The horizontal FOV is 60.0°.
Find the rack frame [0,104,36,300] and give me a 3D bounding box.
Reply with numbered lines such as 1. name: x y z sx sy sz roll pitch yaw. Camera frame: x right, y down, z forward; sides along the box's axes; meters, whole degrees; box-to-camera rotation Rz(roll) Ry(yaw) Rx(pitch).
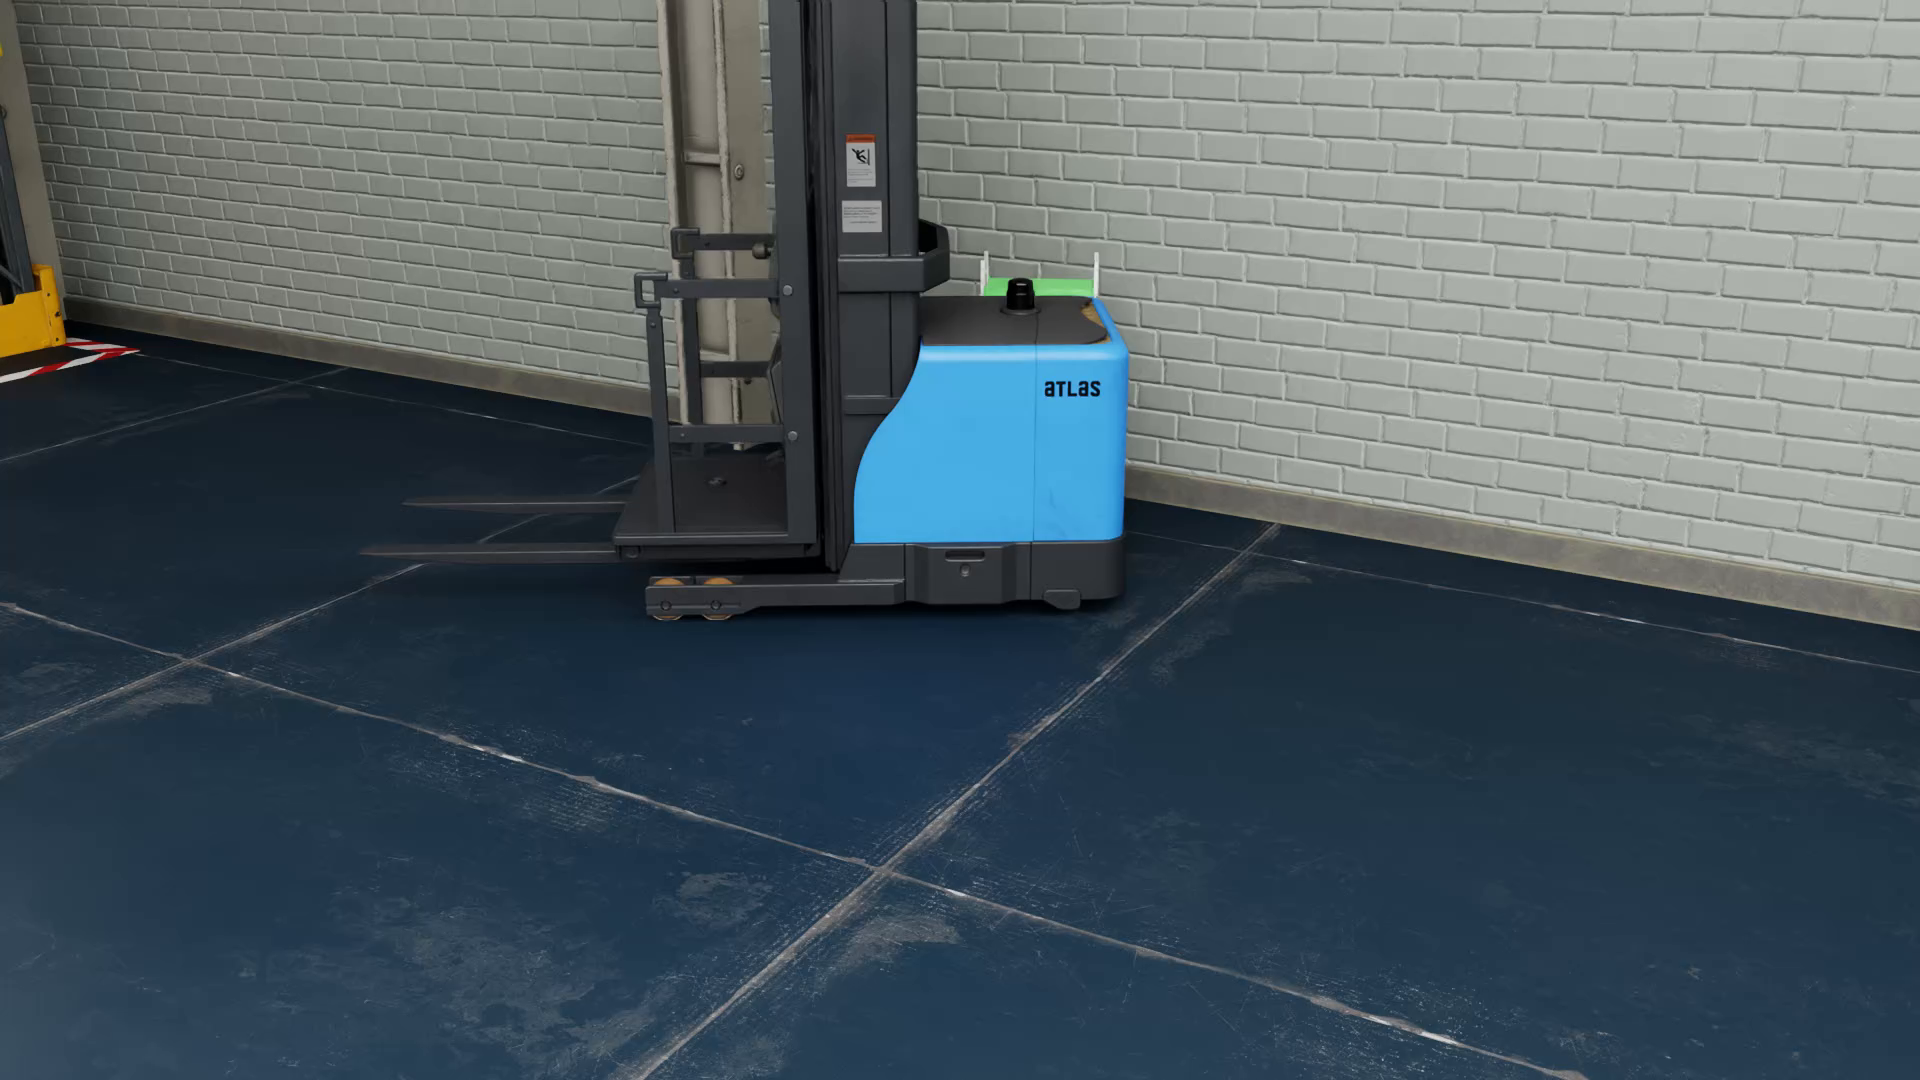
1. rack frame: -6.301 -2.565 10.037 0.127 3.000 1.000 11 23 27

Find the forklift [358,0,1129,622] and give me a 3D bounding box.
1. forklift: -0.875 -1.242 6.492 3.031 2.935 1.130 -1 20 -2

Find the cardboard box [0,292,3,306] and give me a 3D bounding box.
1. cardboard box: -6.635 -1.610 10.820 0.500 0.250 0.500 11 23 28

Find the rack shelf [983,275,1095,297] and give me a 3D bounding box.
1. rack shelf: 0.351 -1.064 7.318 0.480 0.148 0.258 2 20 4

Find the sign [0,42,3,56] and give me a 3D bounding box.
1. sign: -6.025 -3.173 10.329 0.005 0.325 0.100 11 23 27

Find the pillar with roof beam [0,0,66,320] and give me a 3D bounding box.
1. pillar with roof beam: -8.569 -4.488 6.540 0.400 9.000 9.100 11 23 27

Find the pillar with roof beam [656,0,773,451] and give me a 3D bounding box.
1. pillar with roof beam: -3.331 -3.490 3.789 0.400 9.000 9.100 11 23 27

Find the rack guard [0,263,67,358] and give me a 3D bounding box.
1. rack guard: -6.280 -1.386 10.452 0.348 0.500 1.175 11 23 27

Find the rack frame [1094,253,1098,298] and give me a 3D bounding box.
1. rack frame: 0.594 -0.666 7.441 0.015 1.200 0.240 2 20 4

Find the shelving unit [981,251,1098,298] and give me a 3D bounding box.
1. shelving unit: 0.351 -0.673 7.460 0.503 1.200 0.258 2 20 4

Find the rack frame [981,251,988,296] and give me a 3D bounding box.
1. rack frame: 0.108 -0.679 7.479 0.015 1.200 0.240 2 20 4
